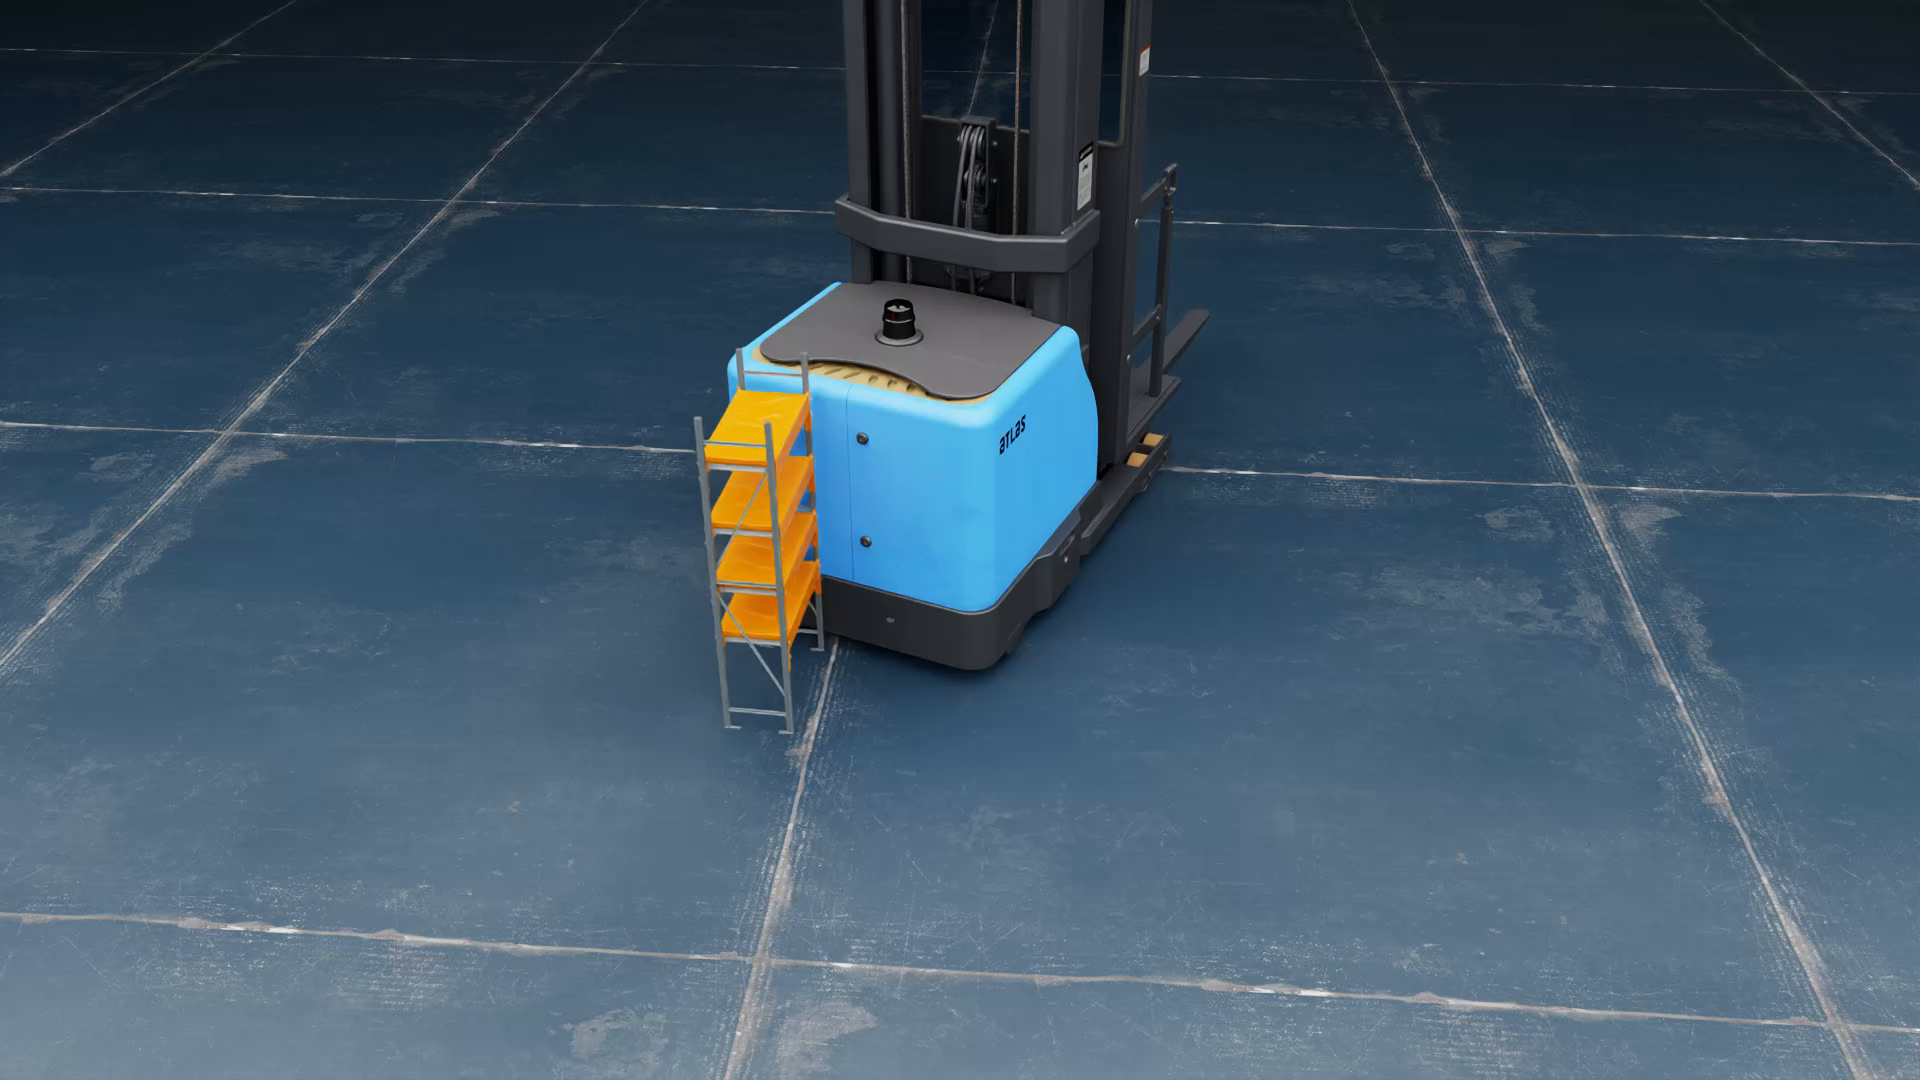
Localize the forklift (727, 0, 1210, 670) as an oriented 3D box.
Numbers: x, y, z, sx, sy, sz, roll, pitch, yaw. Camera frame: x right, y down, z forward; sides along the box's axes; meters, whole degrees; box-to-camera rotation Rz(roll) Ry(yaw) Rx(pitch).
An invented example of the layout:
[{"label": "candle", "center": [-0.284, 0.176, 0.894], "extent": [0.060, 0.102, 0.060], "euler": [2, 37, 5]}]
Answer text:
[{"label": "forklift", "center": [0.269, -1.543, 6.460], "extent": [1.130, 2.935, 3.031], "euler": [14, 34, 22]}]

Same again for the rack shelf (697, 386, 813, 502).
[{"label": "rack shelf", "center": [-0.654, -0.317, 5.367], "extent": [0.258, 0.148, 0.480], "euler": [4, 32, 7]}]

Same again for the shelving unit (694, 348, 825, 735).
[{"label": "shelving unit", "center": [-0.653, 0.017, 5.575], "extent": [0.258, 1.200, 0.503], "euler": [4, 32, 7]}]

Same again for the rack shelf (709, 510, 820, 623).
[{"label": "rack shelf", "center": [-0.652, 0.074, 5.611], "extent": [0.258, 0.148, 0.480], "euler": [4, 32, 7]}]

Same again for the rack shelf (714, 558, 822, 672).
[{"label": "rack shelf", "center": [-0.652, 0.242, 5.716], "extent": [0.258, 0.148, 0.480], "euler": [4, 32, 7]}]

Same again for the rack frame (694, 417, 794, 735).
[{"label": "rack frame", "center": [-0.688, 0.145, 5.371], "extent": [0.240, 1.200, 0.015], "euler": [4, 32, 7]}]

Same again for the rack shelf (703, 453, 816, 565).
[{"label": "rack shelf", "center": [-0.653, -0.116, 5.492], "extent": [0.258, 0.148, 0.480], "euler": [4, 32, 7]}]

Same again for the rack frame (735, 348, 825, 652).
[{"label": "rack frame", "center": [-0.617, -0.111, 5.780], "extent": [0.240, 1.200, 0.015], "euler": [4, 32, 7]}]
